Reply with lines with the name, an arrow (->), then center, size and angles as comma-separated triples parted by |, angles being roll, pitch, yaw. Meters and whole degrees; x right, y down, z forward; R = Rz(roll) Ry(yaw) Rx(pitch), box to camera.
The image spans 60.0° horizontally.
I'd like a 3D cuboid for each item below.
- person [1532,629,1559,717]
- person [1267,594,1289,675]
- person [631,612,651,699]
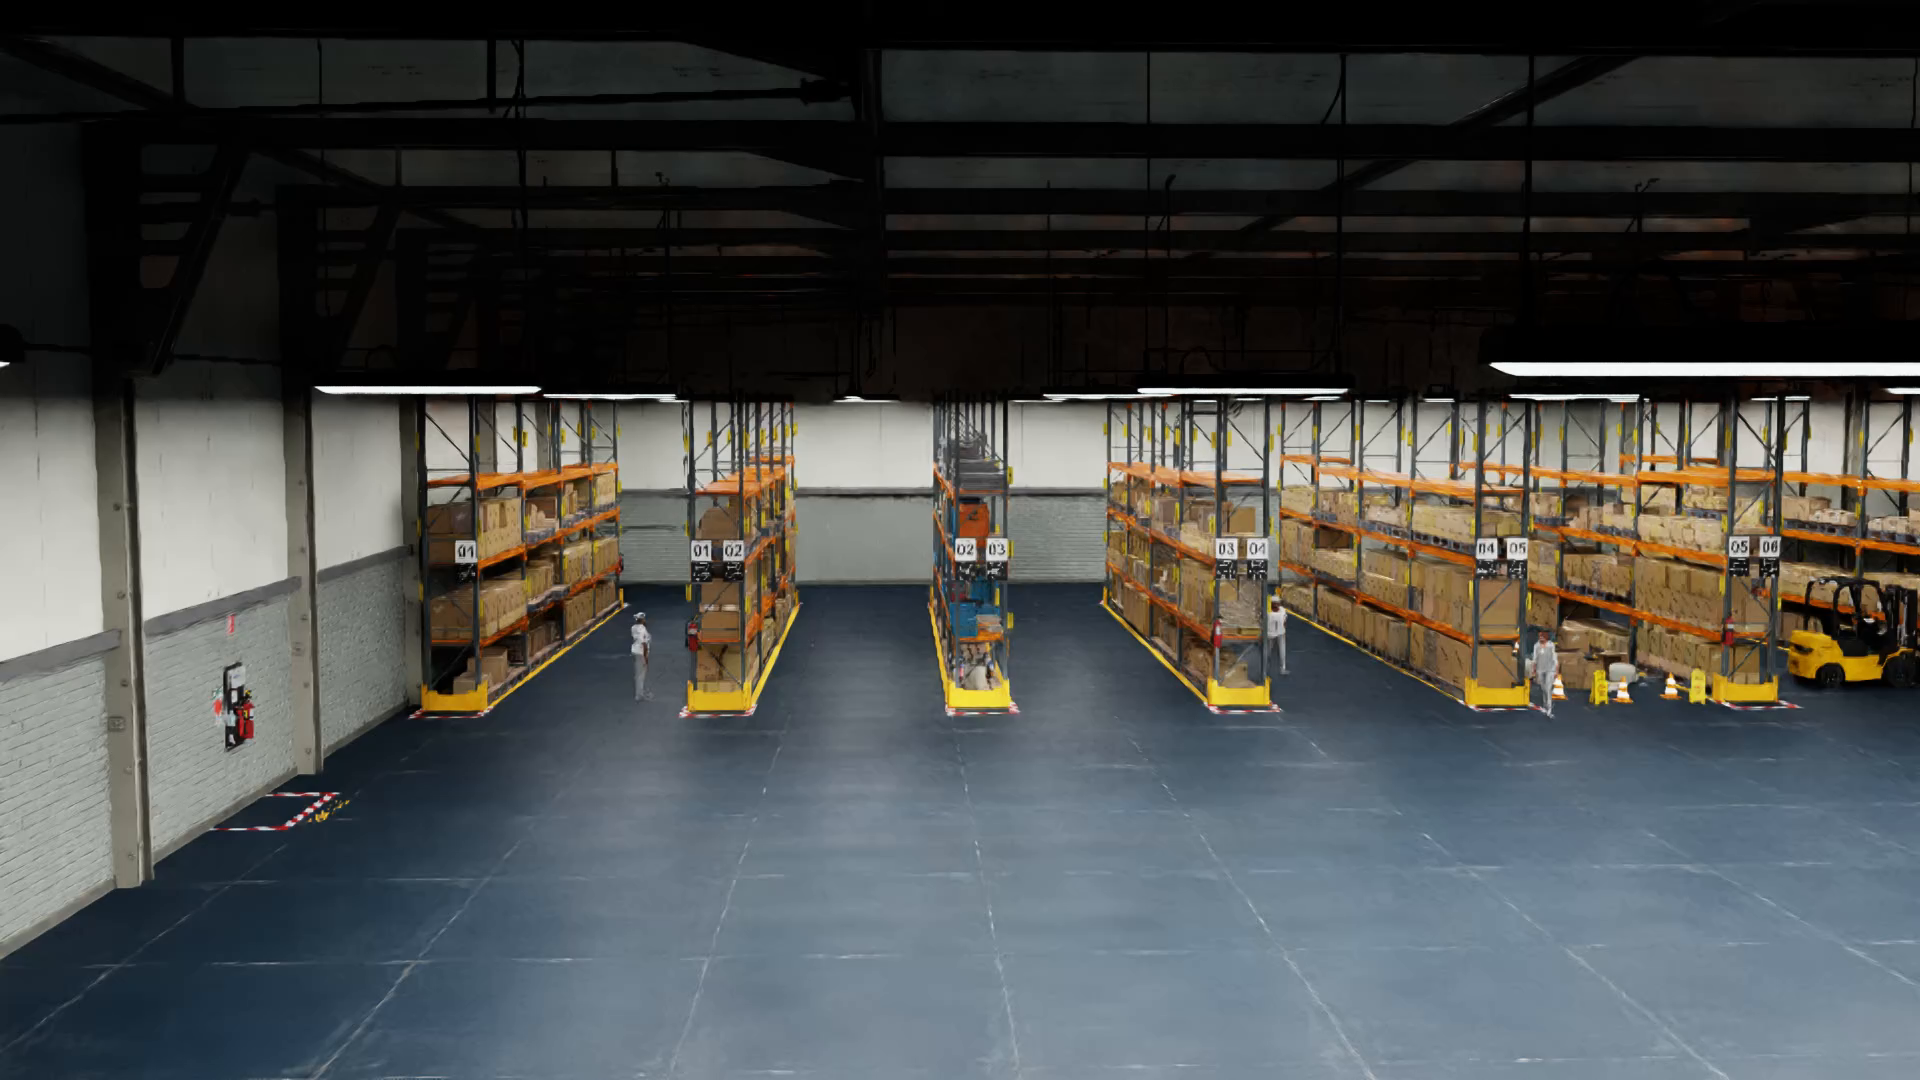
person -> 10.816, 2.433, 30.701 | 0.444, 1.612, 0.496 | 4, 6, 43
person -> 6.682, 1.985, 35.369 | 0.577, 1.691, 1.121 | 0, 5, 0
person -> -6.192, 2.241, 32.380 | 0.415, 1.663, 0.499 | -3, 6, -34
